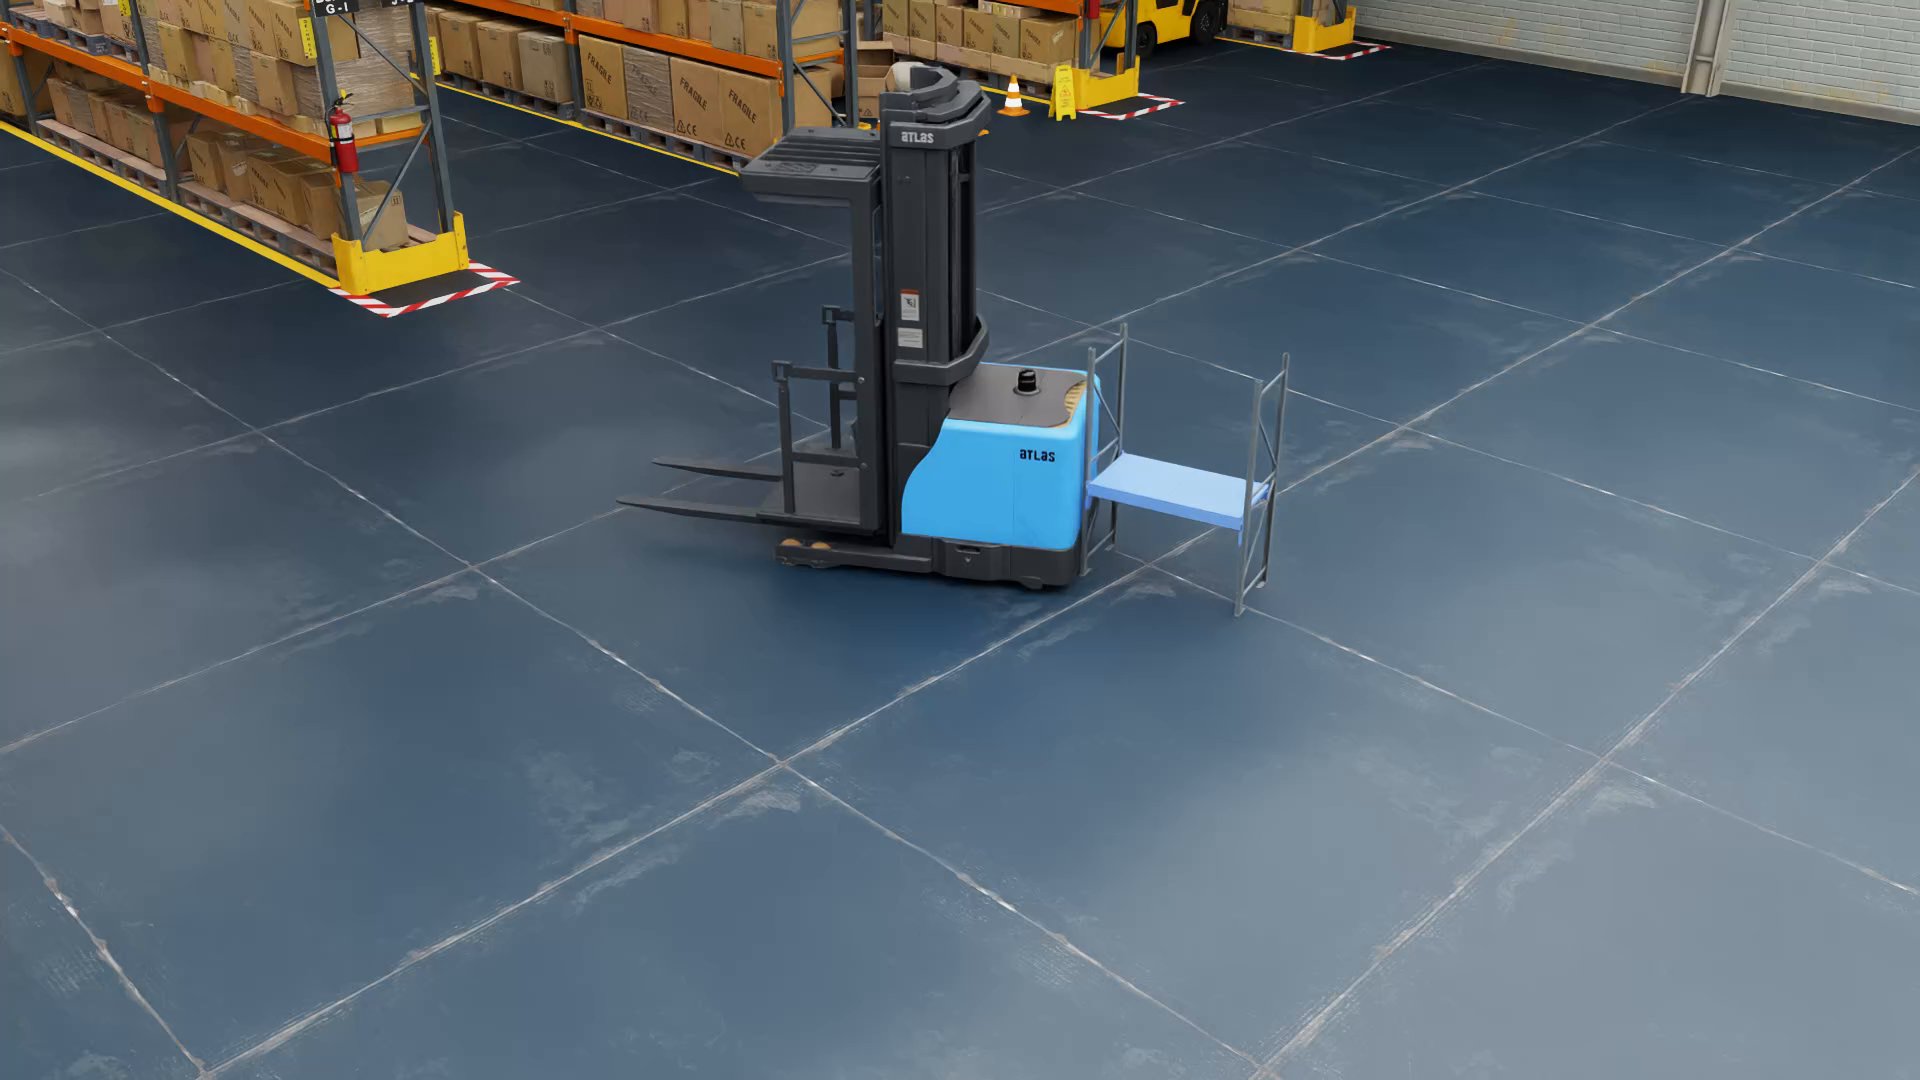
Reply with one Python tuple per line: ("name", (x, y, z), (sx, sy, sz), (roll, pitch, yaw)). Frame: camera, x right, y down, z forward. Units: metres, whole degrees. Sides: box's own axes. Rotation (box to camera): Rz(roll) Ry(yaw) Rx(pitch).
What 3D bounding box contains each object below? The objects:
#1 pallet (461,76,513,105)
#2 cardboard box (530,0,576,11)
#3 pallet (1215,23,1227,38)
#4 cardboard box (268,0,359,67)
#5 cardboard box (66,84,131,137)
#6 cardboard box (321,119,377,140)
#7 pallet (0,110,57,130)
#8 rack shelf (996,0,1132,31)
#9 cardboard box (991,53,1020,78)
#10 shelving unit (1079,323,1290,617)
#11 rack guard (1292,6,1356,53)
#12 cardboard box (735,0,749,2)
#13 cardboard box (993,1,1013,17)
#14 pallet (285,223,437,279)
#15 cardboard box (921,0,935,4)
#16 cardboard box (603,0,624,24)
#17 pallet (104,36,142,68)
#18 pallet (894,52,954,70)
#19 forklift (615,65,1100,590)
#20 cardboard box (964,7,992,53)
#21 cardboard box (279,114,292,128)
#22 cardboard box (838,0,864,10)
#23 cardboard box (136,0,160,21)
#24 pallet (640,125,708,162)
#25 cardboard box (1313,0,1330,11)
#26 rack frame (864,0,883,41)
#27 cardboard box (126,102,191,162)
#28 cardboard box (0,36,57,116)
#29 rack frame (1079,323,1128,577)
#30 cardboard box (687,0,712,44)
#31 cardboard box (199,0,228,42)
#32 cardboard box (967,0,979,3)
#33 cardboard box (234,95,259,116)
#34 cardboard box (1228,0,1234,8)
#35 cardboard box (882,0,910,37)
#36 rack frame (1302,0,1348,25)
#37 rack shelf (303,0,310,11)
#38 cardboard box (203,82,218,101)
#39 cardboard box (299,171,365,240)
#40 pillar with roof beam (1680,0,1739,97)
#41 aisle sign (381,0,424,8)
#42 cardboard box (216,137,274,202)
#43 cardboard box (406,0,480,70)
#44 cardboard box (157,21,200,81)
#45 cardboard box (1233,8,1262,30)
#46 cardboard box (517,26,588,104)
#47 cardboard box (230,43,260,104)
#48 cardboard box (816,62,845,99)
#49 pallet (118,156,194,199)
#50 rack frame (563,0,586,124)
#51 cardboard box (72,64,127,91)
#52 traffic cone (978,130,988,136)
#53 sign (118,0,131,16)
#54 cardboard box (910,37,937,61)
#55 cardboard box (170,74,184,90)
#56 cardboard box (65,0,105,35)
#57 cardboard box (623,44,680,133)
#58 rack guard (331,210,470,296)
("pallet", (-5.839, -6.039, 22.001), (1.213, 0.211, 1.003), (25, 36, 38))
("cardboard box", (-4.921, -6.774, 20.296), (0.500, 0.500, 0.500), (24, 36, 38))
("pallet", (3.926, -8.067, 25.858), (1.213, 0.211, 1.003), (25, 36, 38))
("cardboard box", (-5.624, -4.446, 14.474), (0.500, 0.500, 0.500), (25, 36, 38))
("cardboard box", (-9.867, -5.040, 19.318), (0.500, 0.500, 0.700), (21, 34, 34))
("cardboard box", (-5.407, -3.643, 14.719), (0.250, 0.149, 0.380), (25, 36, 38))
("pallet", (-11.273, -5.388, 20.764), (1.213, 0.211, 1.003), (25, 36, 38))
("rack shelf", (0.463, -7.353, 22.277), (4.000, 0.370, 1.077), (25, 36, 38))
("cardboard box", (0.760, -6.334, 22.069), (0.500, 0.250, 0.500), (25, 37, 39))
("shelving unit", (1.319, -0.424, 9.939), (1.048, 1.500, 0.538), (14, 31, 25))
("rack guard", (5.383, -7.553, 24.571), (0.348, 0.500, 1.175), (25, 36, 38))
("cardboard box", (-2.204, -6.170, 17.933), (0.550, 0.550, 0.875), (25, 36, 38))
("cardboard box", (0.649, -6.962, 21.761), (0.380, 0.149, 0.250), (-25, 36, -38))
("pallet", (-5.668, -2.797, 15.837), (1.213, 0.211, 1.003), (25, 36, 38))
("cardboard box", (-0.317, -7.402, 22.598), (0.380, 0.149, 0.250), (-24, 36, -37))
("cardboard box", (-3.682, -6.426, 19.581), (0.550, 0.550, 0.875), (25, 36, 38))
("pallet", (-8.354, -5.248, 17.707), (1.213, 0.211, 1.003), (25, 36, 38))
("pallet", (-0.460, -6.882, 23.605), (1.213, 0.211, 1.003), (25, 36, 38))
("forklift", (-0.682, -1.345, 10.152), (3.031, 2.935, 1.130), (6, 28, 12))
("cardboard box", (0.405, -6.831, 22.208), (0.500, 0.500, 0.500), (24, 36, 37))
("cardboard box", (-5.967, -3.876, 15.162), (0.250, 0.149, 0.380), (25, 36, 38))
("cardboard box", (-1.854, -7.751, 24.632), (0.950, 0.372, 0.625), (-23, 35, -36))
("cardboard box", (-7.769, -5.422, 16.331), (0.500, 0.500, 0.500), (25, 36, 38))
("pallet", (-3.000, -4.742, 19.535), (1.213, 0.211, 1.003), (25, 36, 38))
("cardboard box", (5.177, -8.080, 24.852), (0.500, 0.250, 0.500), (-25, 36, -38))
("rack frame", (-0.963, -8.324, 23.351), (0.127, 3.000, 1.000), (25, 36, 38))
("cardboard box", (-8.661, -4.493, 18.278), (0.500, 0.500, 0.700), (24, 36, 38))
("cardboard box", (-11.241, -5.818, 20.416), (0.875, 0.875, 1.225), (23, 35, 36))
("rack frame", (0.874, -0.539, 10.156), (0.032, 1.500, 0.500), (14, 31, 25))
("cardboard box", (-2.525, -5.912, 18.603), (0.550, 0.550, 0.875), (25, 36, 38))
("cardboard box", (-6.690, -4.937, 15.408), (0.500, 0.500, 0.500), (25, 36, 38))
("cardboard box", (0.375, -7.189, 22.890), (0.500, 0.500, 0.500), (-23, 35, -37))
("cardboard box", (-6.550, -4.098, 15.584), (0.250, 0.149, 0.380), (25, 36, 38))
("cardboard box", (4.067, -8.241, 25.159), (0.500, 0.250, 0.500), (24, 36, 37))
("cardboard box", (-0.732, -7.343, 23.182), (0.500, 0.500, 0.500), (-23, 36, -37))
("rack frame", (5.366, -8.667, 24.004), (0.127, 3.000, 1.000), (25, 36, 38))
("rack shelf", (-6.485, -5.392, 15.324), (4.000, 0.370, 1.077), (25, 36, 38))
("cardboard box", (-7.060, -4.354, 16.071), (0.250, 0.149, 0.380), (25, 36, 38))
("cardboard box", (-5.943, -3.202, 15.845), (0.500, 0.500, 0.500), (-15, 31, -27))
("pillar with roof beam", (6.762, -8.462, 17.168), (0.400, 9.000, 9.100), (25, 36, 38))
("aisle sign", (-4.804, -4.960, 14.160), (0.004, 0.787, 0.394), (25, 36, 38))
("cardboard box", (-7.240, -3.787, 16.956), (0.500, 0.500, 0.500), (-13, 31, -24))
("cardboard box", (-6.843, -6.915, 22.637), (0.750, 0.750, 1.050), (24, 36, 38))
("cardboard box", (-7.302, -4.869, 16.353), (0.500, 0.500, 0.875), (25, 36, 38))
("cardboard box", (4.462, -7.850, 24.953), (0.500, 0.250, 0.500), (25, 36, 38))
("cardboard box", (-4.867, -6.011, 20.918), (0.750, 0.750, 1.050), (24, 36, 38))
("cardboard box", (-6.199, -4.395, 15.452), (0.500, 0.500, 0.875), (25, 36, 38))
("cardboard box", (-1.811, -6.009, 21.485), (0.503, 0.637, 0.797), (25, 36, 38))
("pallet", (-8.467, -4.055, 18.227), (1.213, 0.211, 1.003), (25, 36, 38))
("rack frame", (-4.362, -6.648, 20.164), (0.127, 3.000, 1.000), (25, 36, 38))
("cardboard box", (-9.879, -5.382, 19.164), (0.500, 0.250, 0.500), (-21, 34, -34))
("traffic cone", (0.142, -5.129, 20.000), (0.334, 0.463, 0.336), (25, 36, 38))
("sign", (-8.298, -5.362, 16.474), (0.005, 0.325, 0.100), (25, 36, 38))
("cardboard box", (-0.343, -6.840, 23.032), (0.500, 0.250, 0.500), (-23, 35, -36))
("cardboard box", (-7.602, -4.596, 16.530), (0.250, 0.149, 0.380), (25, 36, 38))
("cardboard box", (-9.212, -5.802, 17.992), (0.797, 0.503, 0.637), (-21, 34, -34))
("cardboard box", (-3.317, -5.372, 19.569), (0.875, 0.875, 0.875), (25, 37, 39))
("rack guard", (-5.113, -2.648, 15.243), (0.348, 0.500, 1.175), (25, 36, 38))
